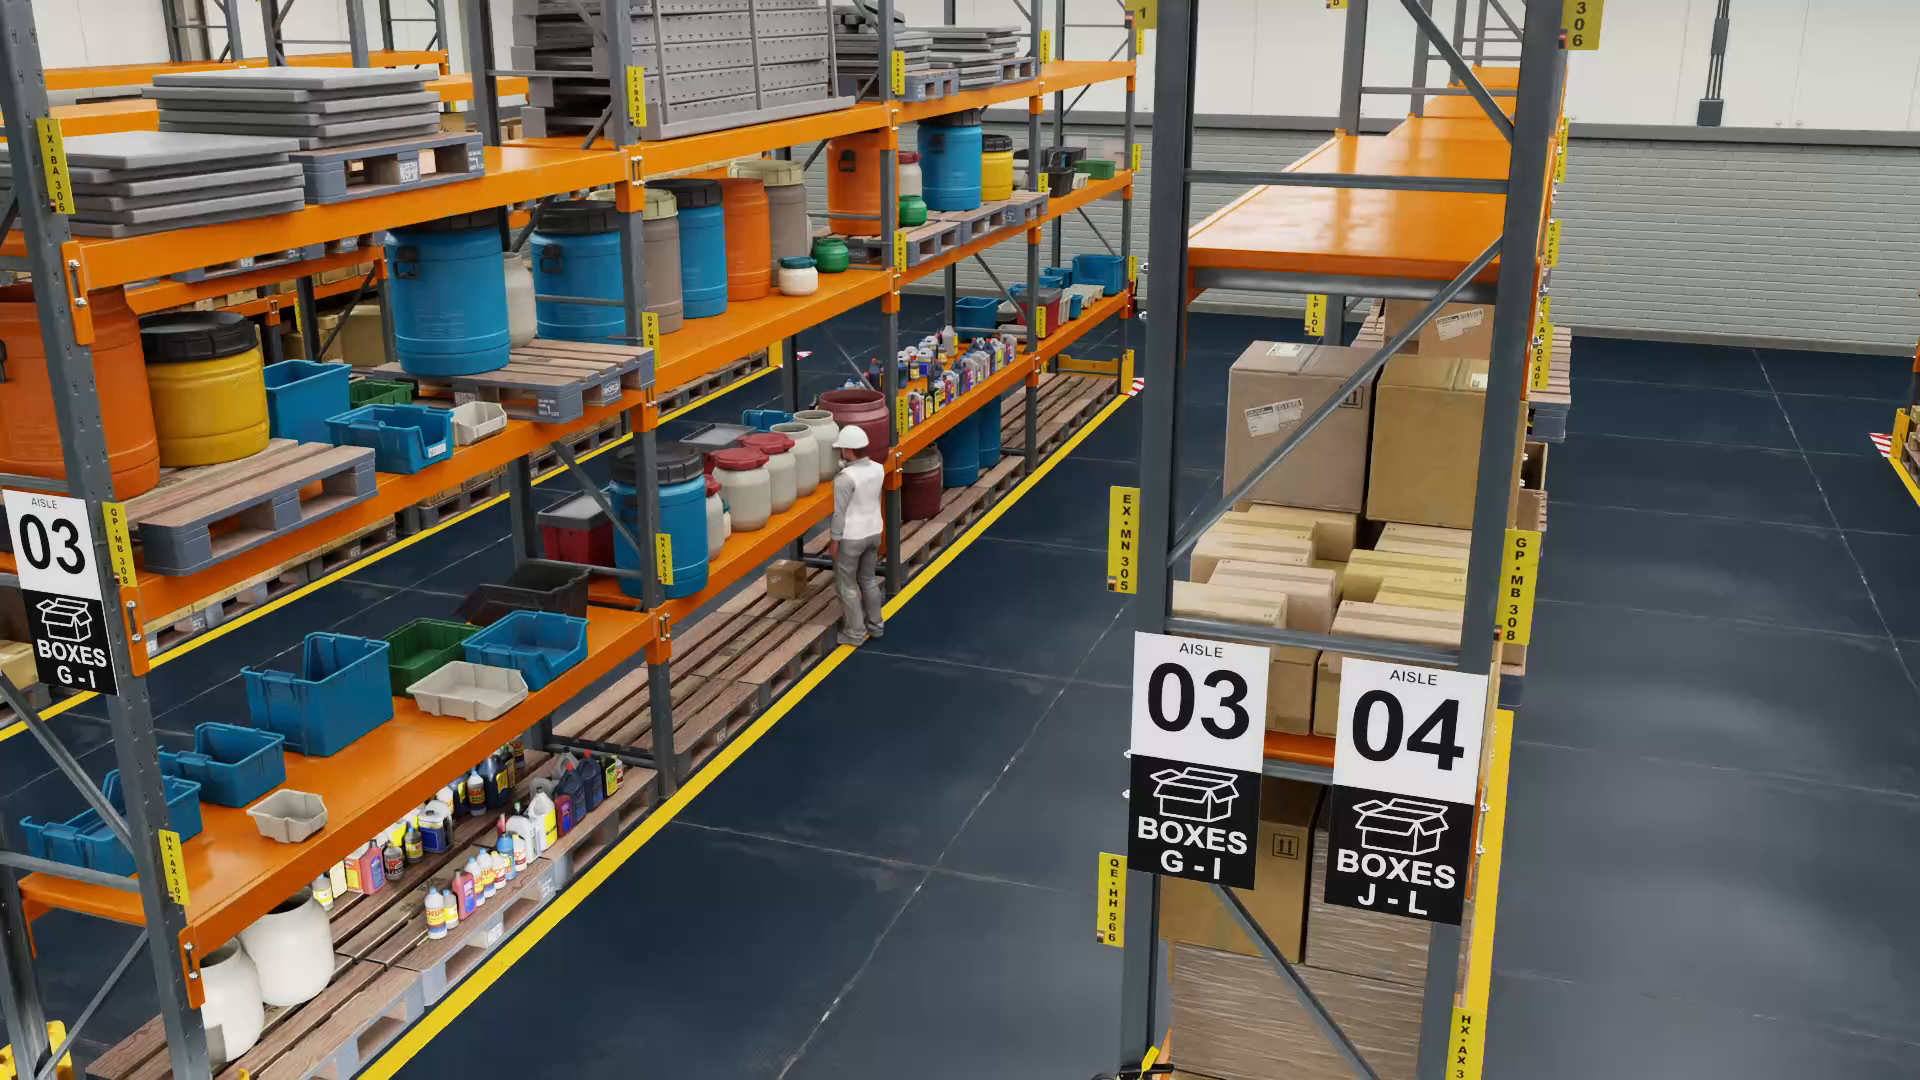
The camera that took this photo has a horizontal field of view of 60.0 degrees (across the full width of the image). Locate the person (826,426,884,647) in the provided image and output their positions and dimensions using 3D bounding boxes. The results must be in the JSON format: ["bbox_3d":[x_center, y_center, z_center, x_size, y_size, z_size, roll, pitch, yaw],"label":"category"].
[{"bbox_3d":[-0.827,-0.039,13.091,0.358,1.765,0.533,14,23,36],"label":"person"}]
